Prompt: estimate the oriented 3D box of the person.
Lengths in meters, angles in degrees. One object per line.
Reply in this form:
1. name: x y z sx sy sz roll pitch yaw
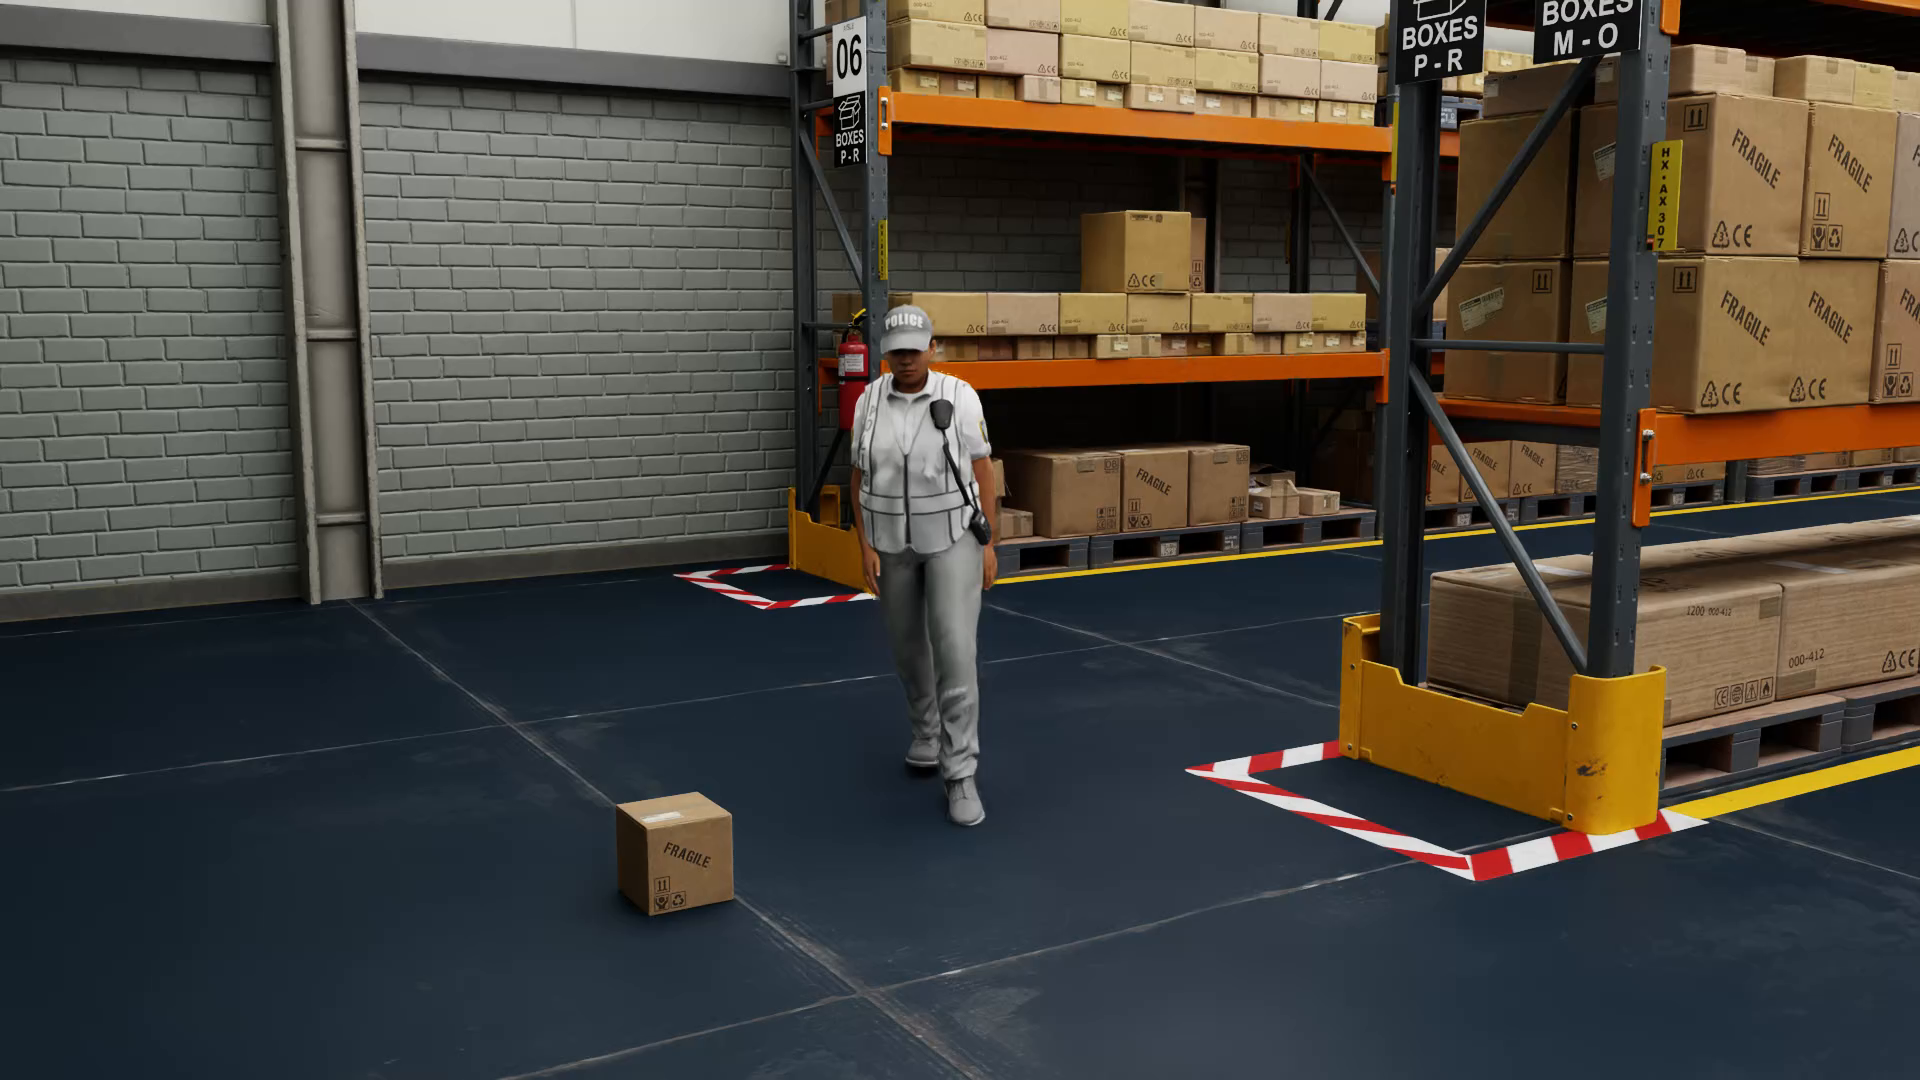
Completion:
1. person: -0.106 0.045 5.618 0.547 1.669 0.768 2 9 15
